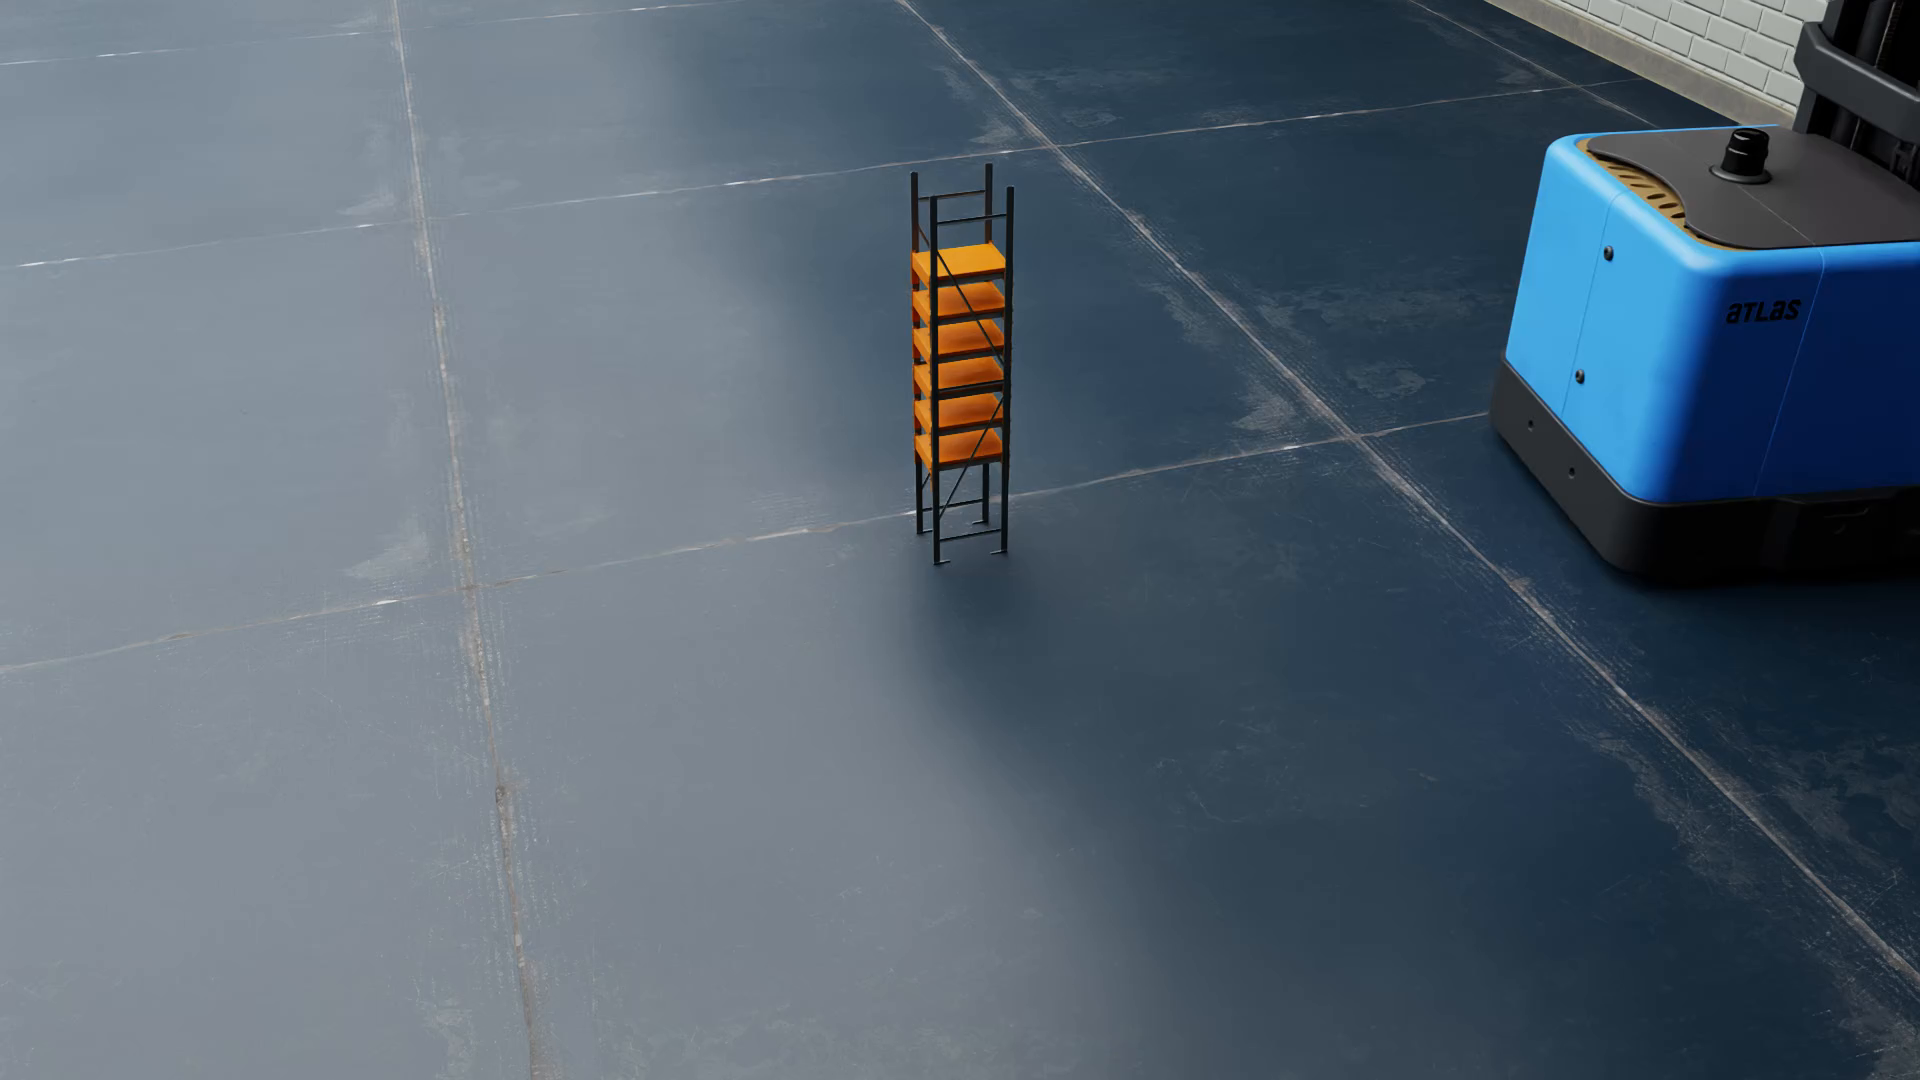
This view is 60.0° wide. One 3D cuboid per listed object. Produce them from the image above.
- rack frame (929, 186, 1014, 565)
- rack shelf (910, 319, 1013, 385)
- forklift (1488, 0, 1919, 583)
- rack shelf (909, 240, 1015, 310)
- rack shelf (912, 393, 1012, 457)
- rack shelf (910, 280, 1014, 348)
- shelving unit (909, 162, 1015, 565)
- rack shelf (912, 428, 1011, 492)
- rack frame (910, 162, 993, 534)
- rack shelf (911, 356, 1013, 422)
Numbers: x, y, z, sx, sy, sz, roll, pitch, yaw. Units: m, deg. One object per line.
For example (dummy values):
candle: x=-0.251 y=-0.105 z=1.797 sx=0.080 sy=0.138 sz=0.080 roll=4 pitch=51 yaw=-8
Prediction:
rack frame: x=0.032 y=-0.445 z=4.835 sx=0.240 sy=1.200 sz=0.006 roll=-10 pitch=35 yaw=-15
rack shelf: x=0.004 y=-0.556 z=4.866 sx=0.258 sy=0.103 sz=0.180 roll=-10 pitch=35 yaw=-15
forklift: x=3.388 y=-1.455 z=4.794 sx=3.031 sy=2.935 sz=1.130 roll=-4 pitch=34 yaw=-7
rack shelf: x=0.004 y=-0.756 z=4.734 sx=0.258 sy=0.103 sz=0.180 roll=-10 pitch=35 yaw=-15
rack shelf: x=0.004 y=-0.356 z=4.998 sx=0.258 sy=0.103 sz=0.180 roll=-10 pitch=35 yaw=-15
rack shelf: x=0.004 y=-0.656 z=4.800 sx=0.258 sy=0.103 sz=0.180 roll=-10 pitch=35 yaw=-15
shelving unit: x=0.004 y=-0.493 z=4.908 sx=0.258 sy=1.200 sz=0.189 roll=-10 pitch=35 yaw=-15
rack shelf: x=0.004 y=-0.256 z=5.065 sx=0.258 sy=0.103 sz=0.180 roll=-10 pitch=35 yaw=-15
rack frame: x=-0.023 y=-0.541 z=4.980 sx=0.240 sy=1.200 sz=0.006 roll=-10 pitch=35 yaw=-15
rack shelf: x=0.004 y=-0.456 z=4.932 sx=0.258 sy=0.103 sz=0.180 roll=-10 pitch=35 yaw=-15
